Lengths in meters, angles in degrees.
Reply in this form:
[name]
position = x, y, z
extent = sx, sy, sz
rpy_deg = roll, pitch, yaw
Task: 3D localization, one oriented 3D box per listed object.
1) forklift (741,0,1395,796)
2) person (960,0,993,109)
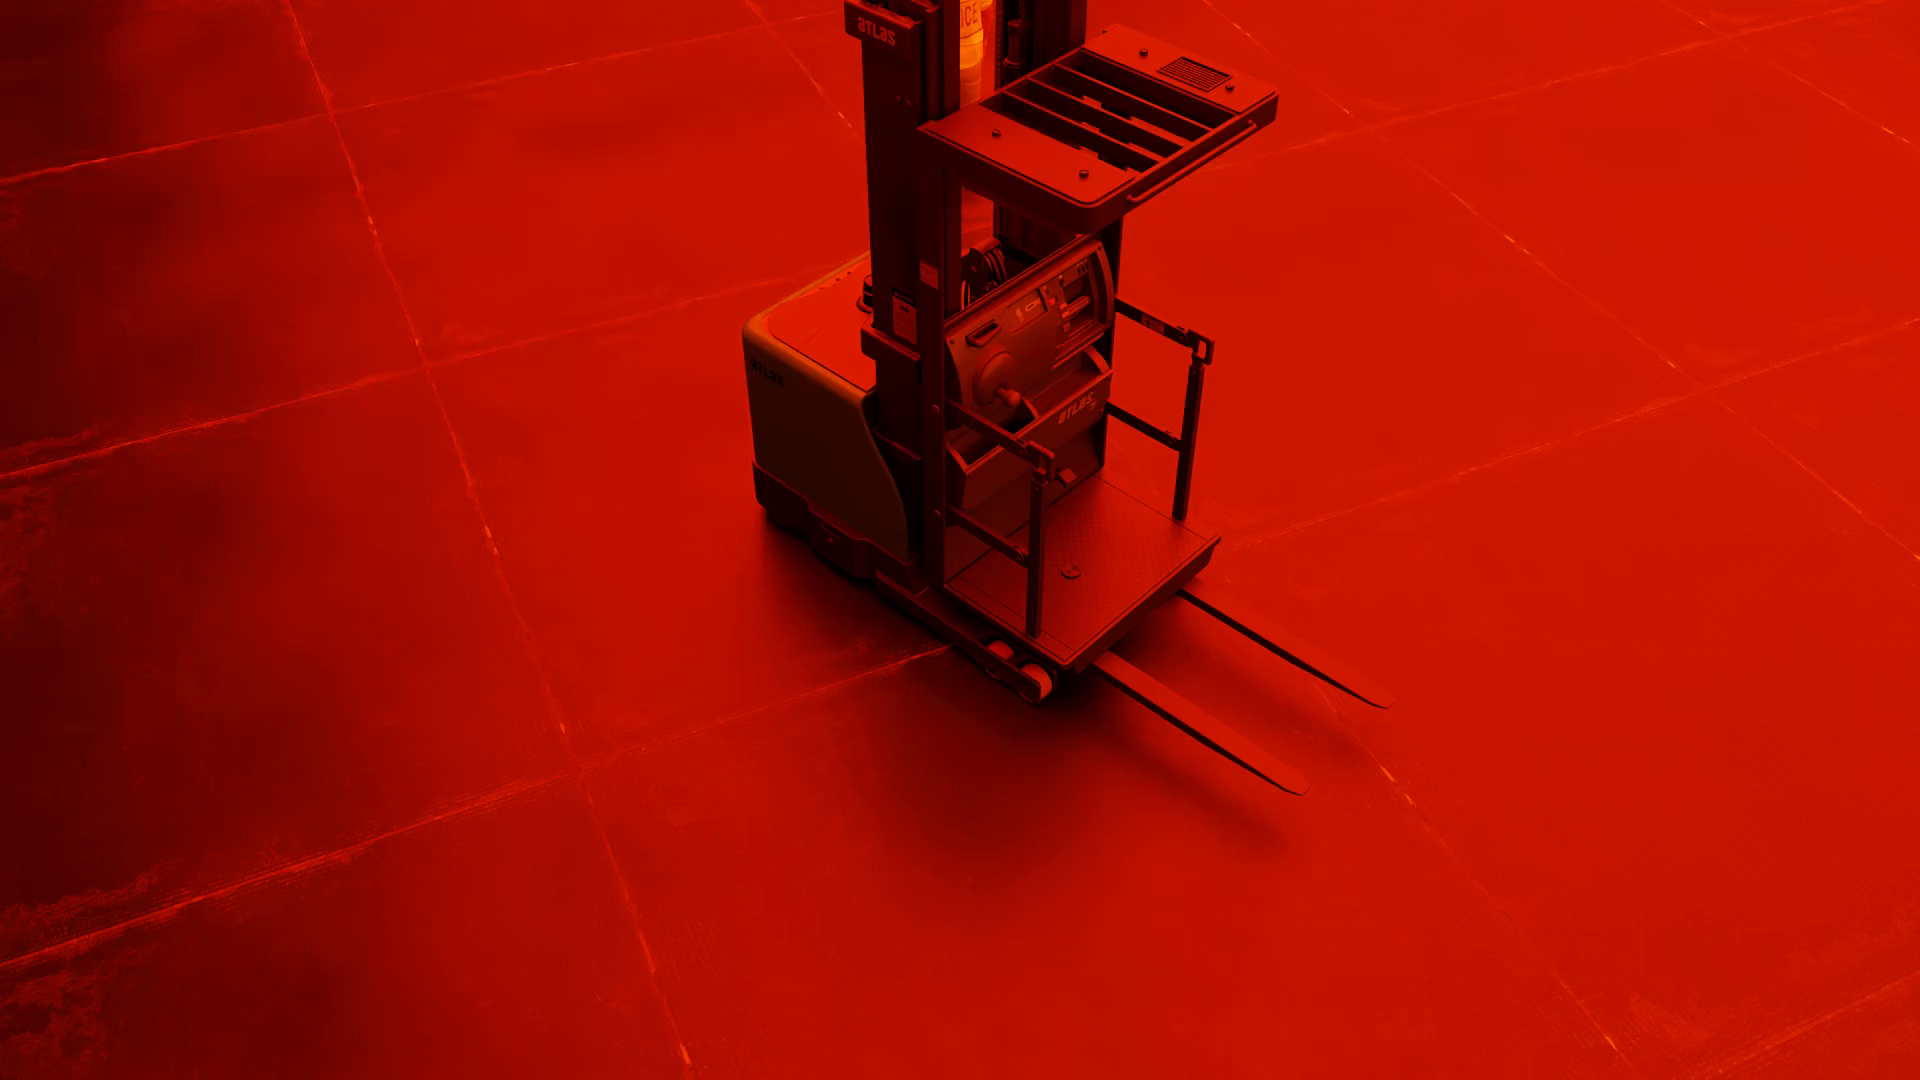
[forklift]
position = 0.445, -0.788, 6.525
extent = 3.031, 2.935, 1.130
rpy_deg = 32, 52, 30
[person]
position = -0.098, -2.833, 9.632
extent = 0.598, 1.670, 0.529
rpy_deg = -17, 46, -18
